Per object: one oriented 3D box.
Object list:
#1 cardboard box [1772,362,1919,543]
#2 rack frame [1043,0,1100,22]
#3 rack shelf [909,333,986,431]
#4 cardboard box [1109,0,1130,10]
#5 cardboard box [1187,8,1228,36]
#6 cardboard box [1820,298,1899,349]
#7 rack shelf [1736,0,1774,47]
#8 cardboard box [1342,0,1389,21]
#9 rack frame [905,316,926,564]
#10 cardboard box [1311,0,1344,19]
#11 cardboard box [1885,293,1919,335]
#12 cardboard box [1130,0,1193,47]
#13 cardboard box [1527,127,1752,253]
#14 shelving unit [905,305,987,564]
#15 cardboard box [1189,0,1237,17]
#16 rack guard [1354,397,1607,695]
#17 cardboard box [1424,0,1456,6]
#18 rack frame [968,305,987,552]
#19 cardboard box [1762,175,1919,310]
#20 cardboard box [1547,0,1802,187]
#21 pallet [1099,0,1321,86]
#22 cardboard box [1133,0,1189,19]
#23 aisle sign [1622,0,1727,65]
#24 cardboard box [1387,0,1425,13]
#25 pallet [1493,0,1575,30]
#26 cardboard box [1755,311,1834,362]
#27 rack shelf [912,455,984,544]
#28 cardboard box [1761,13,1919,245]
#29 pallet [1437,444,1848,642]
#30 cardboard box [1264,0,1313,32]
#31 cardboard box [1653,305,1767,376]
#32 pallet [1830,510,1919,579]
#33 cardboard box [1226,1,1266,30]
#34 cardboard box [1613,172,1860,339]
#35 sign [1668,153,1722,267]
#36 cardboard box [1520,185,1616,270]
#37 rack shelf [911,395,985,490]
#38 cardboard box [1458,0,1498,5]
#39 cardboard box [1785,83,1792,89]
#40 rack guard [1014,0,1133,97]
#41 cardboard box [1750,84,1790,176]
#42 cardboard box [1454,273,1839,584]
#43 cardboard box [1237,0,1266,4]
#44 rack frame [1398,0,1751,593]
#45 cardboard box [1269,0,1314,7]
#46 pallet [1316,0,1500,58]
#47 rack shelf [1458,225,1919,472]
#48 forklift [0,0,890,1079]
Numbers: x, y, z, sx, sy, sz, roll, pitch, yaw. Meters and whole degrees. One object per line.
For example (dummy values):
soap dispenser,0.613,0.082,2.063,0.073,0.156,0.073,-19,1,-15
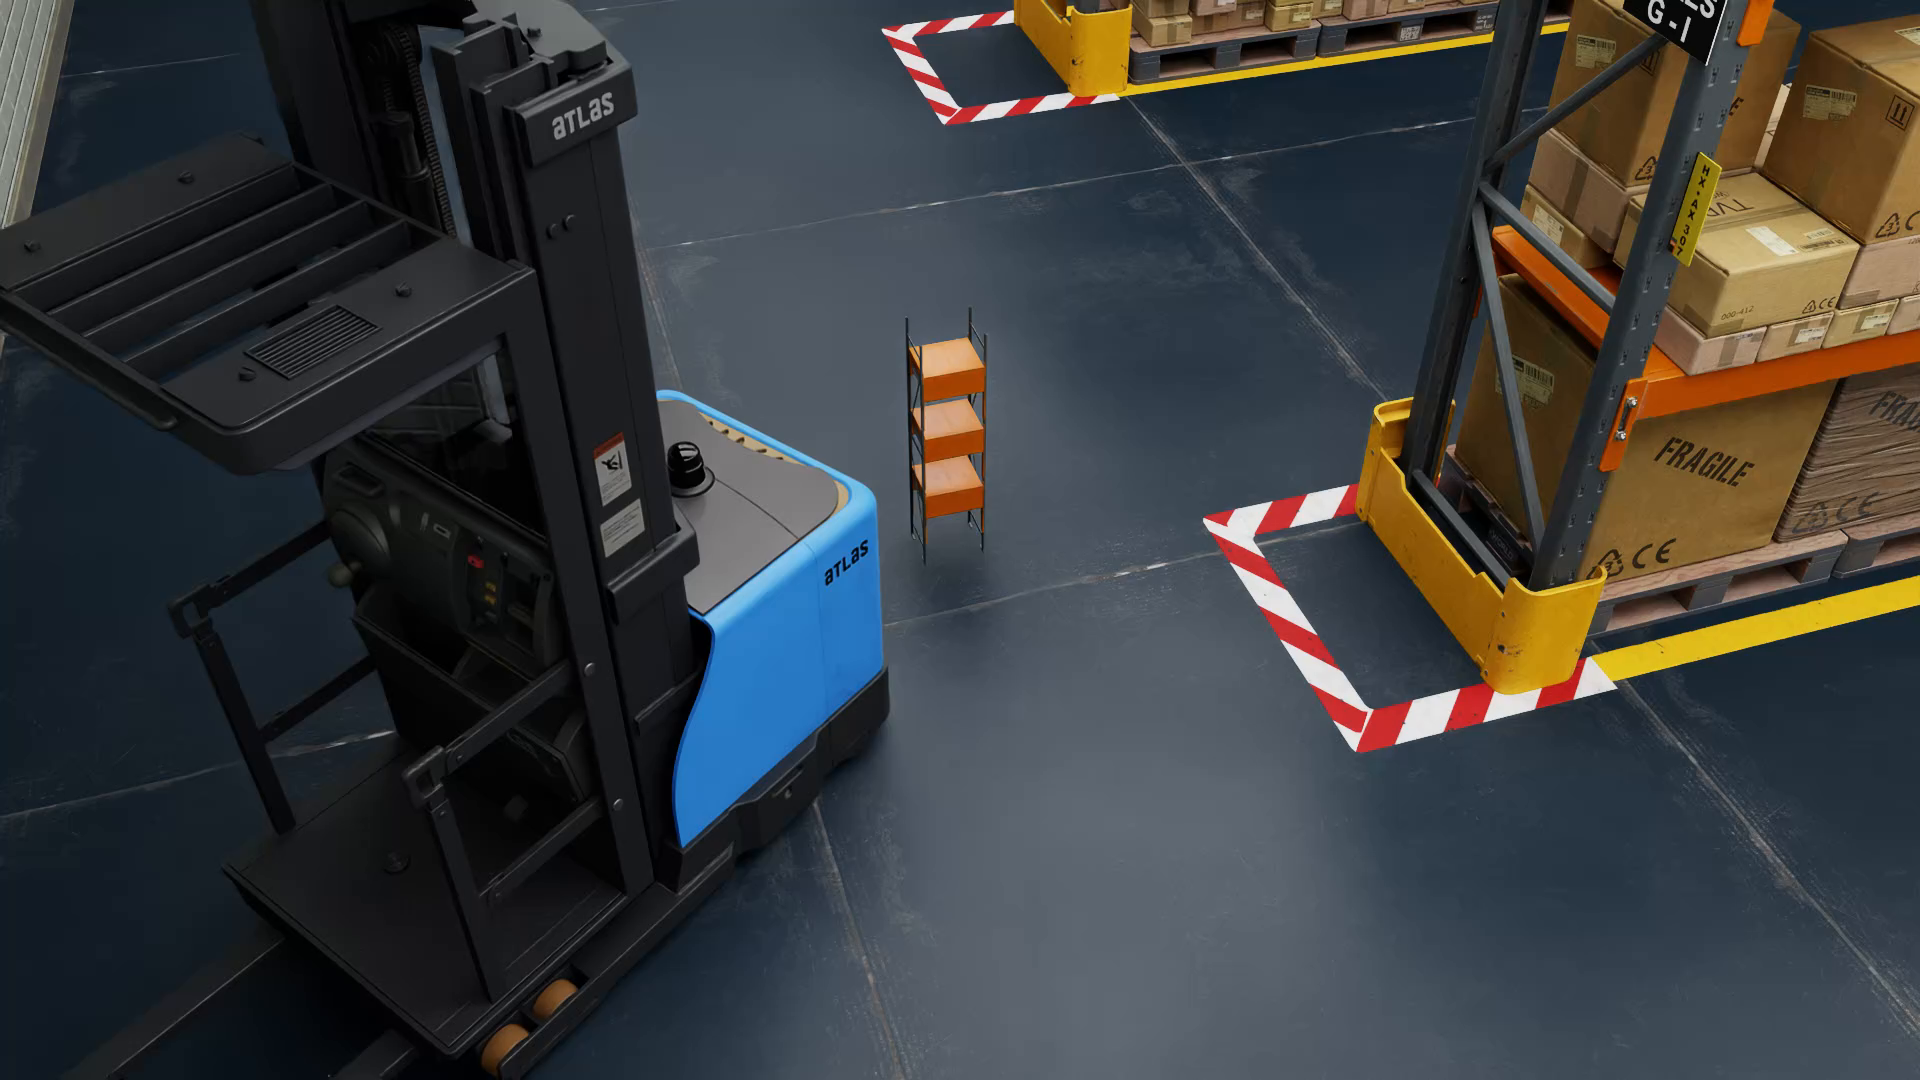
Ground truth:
cardboard box,3.436,-0.670,6.532,0.875,0.875,0.875,-12,42,-13
rack frame,0.588,-4.088,9.149,0.127,3.000,1.000,-12,42,-13
rack shelf,-0.051,-0.591,6.213,0.240,0.259,0.215,-12,42,-13
cardboard box,1.027,-3.407,10.218,0.250,0.149,0.380,-11,42,-12
cardboard box,1.409,-3.178,9.956,0.250,0.149,0.380,-12,43,-13
cardboard box,2.907,-0.826,5.607,0.250,0.149,0.380,-13,43,-14
rack shelf,3.889,-2.209,5.266,4.000,0.370,1.077,-12,42,-13
cardboard box,2.399,-3.318,10.116,0.250,0.149,0.380,-14,43,-15
rack frame,-0.167,-0.361,6.365,0.008,1.050,0.200,-12,42,-13
cardboard box,2.135,-3.323,10.122,0.250,0.149,0.380,-12,42,-13
cardboard box,3.156,-0.878,5.666,0.250,0.149,0.380,-12,43,-14
cardboard box,1.184,-3.075,9.837,0.250,0.149,0.380,-11,42,-12
cardboard box,2.364,-1.273,5.815,0.500,0.250,0.500,-12,43,-14
shelving unit,-0.051,-0.385,6.392,0.252,1.050,0.215,-12,42,-13
cardboard box,1.443,-3.246,9.807,0.250,0.149,0.380,-12,43,-13
rack guard,1.958,-0.009,6.380,0.348,0.500,1.175,-12,42,-13
cardboard box,2.875,-3.458,10.275,0.250,0.149,0.380,-11,42,-12
rack frame,0.065,-0.409,6.420,0.008,1.050,0.200,-12,42,-13
cardboard box,3.014,-1.043,5.552,0.500,0.250,0.500,-12,43,-14
cardboard box,2.367,-1.554,5.567,0.500,0.500,0.500,-11,42,-13
pallet,1.446,-3.191,10.242,1.213,0.211,1.003,-12,42,-13
cardboard box,1.165,-3.227,9.785,0.250,0.149,0.380,-10,42,-11
aisle sign,2.003,-1.732,4.476,0.004,0.787,0.394,-12,42,-13
cardboard box,2.655,-3.389,10.197,0.250,0.149,0.380,-12,42,-13
pallet,3.773,-3.673,10.794,1.213,0.211,1.003,-12,42,-13
cardboard box,2.663,-0.775,5.548,0.250,0.149,0.380,-12,43,-14
rack shelf,-0.051,-0.168,6.582,0.240,0.259,0.215,-12,42,-13
cardboard box,2.997,-1.317,5.296,0.500,0.500,0.500,-13,43,-14
pallet,2.720,-0.112,6.718,1.213,0.211,1.003,-12,42,-13
cardboard box,1.920,-3.213,9.996,0.250,0.149,0.380,-11,42,-13
cardboard box,2.419,-0.724,5.489,0.250,0.149,0.380,-11,42,-13
pallet,3.882,-0.351,6.991,1.213,0.211,1.003,-12,42,-13
cardboard box,1.644,-3.232,10.017,0.250,0.149,0.380,-11,42,-13
cardboard box,2.520,-0.936,5.430,0.500,0.250,0.500,-13,43,-14
sign,2.142,-0.962,4.853,0.005,0.325,0.100,-12,42,-13
cardboard box,2.222,-1.138,5.963,0.250,0.149,0.380,-11,42,-12
rack shelf,-0.051,-0.377,6.399,0.240,0.259,0.215,-12,42,-13
cardboard box,3.144,-3.467,10.286,0.250,0.149,0.380,-12,43,-13
cardboard box,3.333,-1.474,6.045,0.500,0.250,0.500,-13,43,-15
rack guard,0.660,-3.161,9.989,0.348,0.500,1.175,-12,42,-13
cardboard box,2.848,-1.373,5.929,0.500,0.250,0.500,-12,43,-14
cardboard box,2.568,-0.490,6.327,0.875,0.875,0.875,-12,42,-13
cardboard box,1.650,-3.349,9.925,0.250,0.149,0.380,-11,42,-13
rack frame,1.981,-0.955,5.564,0.127,3.000,1.000,-12,42,-13
cardboard box,1.927,-3.332,9.906,0.250,0.149,0.380,-10,42,-12
pallet,2.607,-3.430,10.515,1.213,0.211,1.003,-12,42,-13
rack shelf,3.889,-1.080,6.253,4.000,0.370,1.077,-12,42,-13
forklift,-1.547,0.123,4.382,1.130,2.935,3.031,27,48,27
